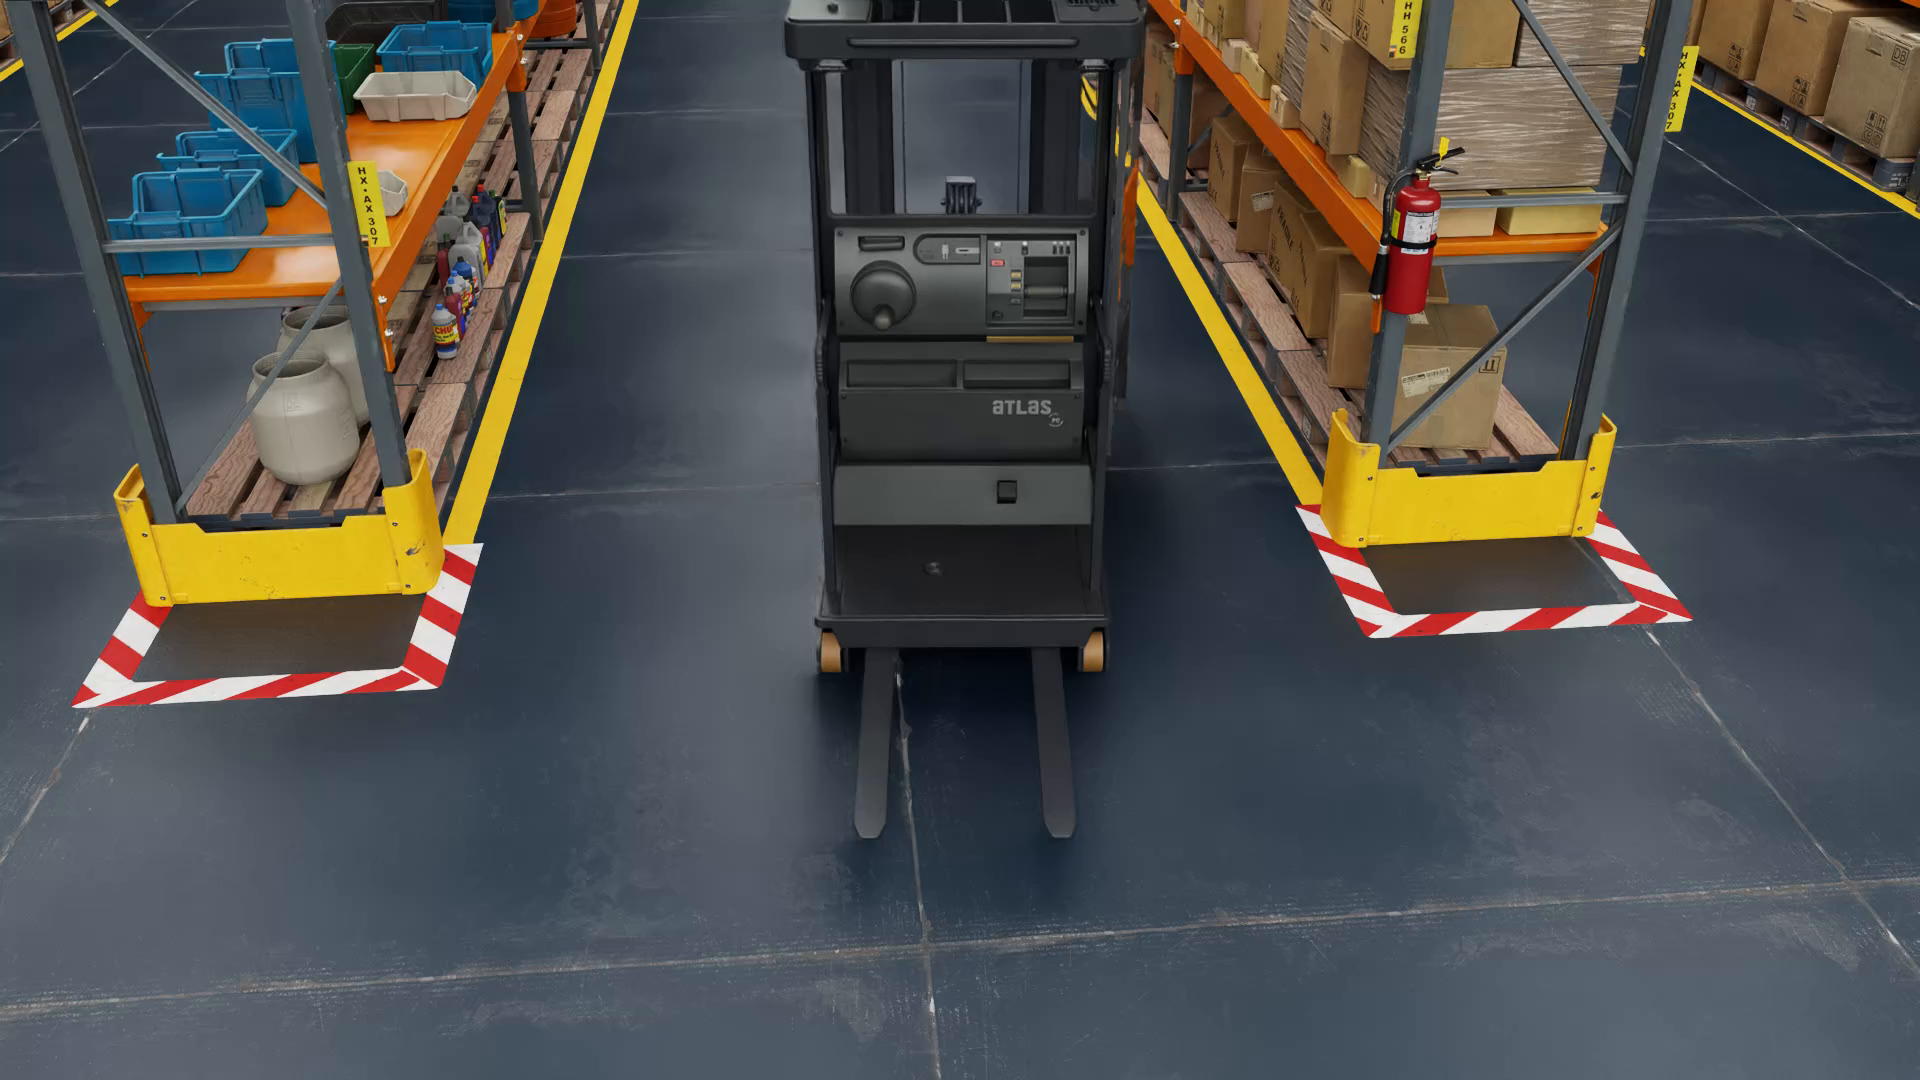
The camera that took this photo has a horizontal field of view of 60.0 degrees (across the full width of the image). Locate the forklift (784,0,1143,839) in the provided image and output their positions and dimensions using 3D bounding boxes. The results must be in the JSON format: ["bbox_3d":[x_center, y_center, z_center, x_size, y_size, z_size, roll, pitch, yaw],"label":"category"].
[{"bbox_3d":[0.008,-0.906,5.908,1.130,2.935,3.031,0,31,0],"label":"forklift"}]

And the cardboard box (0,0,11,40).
[{"bbox_3d":[-8.161,-4.302,13.537,0.500,0.500,0.500,-1,31,-2],"label":"cardboard box"}]

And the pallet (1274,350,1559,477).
[{"bbox_3d":[2.160,-0.587,8.027,1.003,0.211,1.213,-3,31,-5],"label":"pallet"}]

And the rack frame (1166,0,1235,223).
[{"bbox_3d":[1.834,-3.371,9.969,1.000,3.000,0.127,-3,31,-5],"label":"rack frame"}]

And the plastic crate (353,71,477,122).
[{"bbox_3d":[-2.694,-2.204,8.271,0.530,0.136,0.437,-3,31,-5],"label":"plastic crate"}]

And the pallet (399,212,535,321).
[{"bbox_3d":[-3.076,-1.592,9.709,1.003,0.211,1.213,-3,31,-5],"label":"pallet"}]

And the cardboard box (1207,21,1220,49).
[{"bbox_3d":[1.616,-2.885,9.399,0.380,0.149,0.250,-3,31,-5],"label":"cardboard box"}]

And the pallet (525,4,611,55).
[{"bbox_3d":[-3.586,-4.379,14.376,1.003,0.211,1.213,-3,31,-5],"label":"pallet"}]

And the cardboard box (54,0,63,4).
[{"bbox_3d":[-8.312,-5.092,14.858,0.500,0.500,0.500,-4,31,-6],"label":"cardboard box"}]

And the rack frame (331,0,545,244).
[{"bbox_3d":[-3.098,-3.134,9.571,1.000,3.000,0.127,-3,31,-5],"label":"rack frame"}]

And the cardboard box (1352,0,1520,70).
[{"bbox_3d":[1.910,-2.198,6.642,0.500,0.500,0.500,-3,31,-5],"label":"cardboard box"}]

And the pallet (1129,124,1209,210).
[{"bbox_3d":[1.760,-2.571,11.349,1.003,0.211,1.213,-3,31,-5],"label":"pallet"}]

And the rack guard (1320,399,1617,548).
[{"bbox_3d":[2.200,-0.295,7.256,1.175,0.500,0.348,-3,31,-5],"label":"rack guard"}]

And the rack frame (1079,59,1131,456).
[{"bbox_3d":[0.520,-1.326,7.423,0.400,2.100,0.015,7,31,11],"label":"rack frame"}]

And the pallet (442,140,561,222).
[{"bbox_3d":[-3.210,-2.336,10.955,1.003,0.211,1.213,-3,31,-5],"label":"pallet"}]

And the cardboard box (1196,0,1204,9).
[{"bbox_3d":[1.814,-3.309,9.477,0.875,0.500,0.500,-3,31,-5],"label":"cardboard box"}]

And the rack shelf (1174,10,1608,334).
[{"bbox_3d":[2.021,-2.041,8.444,1.077,0.370,4.000,-3,31,-5],"label":"rack shelf"}]

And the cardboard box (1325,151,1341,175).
[{"bbox_3d":[1.870,-1.738,7.479,0.380,0.149,0.250,-3,31,-5],"label":"cardboard box"}]

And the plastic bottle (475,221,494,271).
[{"bbox_3d":[-2.676,-1.662,9.328,0.061,0.283,0.133,-1,31,-1],"label":"plastic bottle"}]

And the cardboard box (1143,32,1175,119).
[{"bbox_3d":[1.719,-3.331,11.911,0.700,0.500,0.500,-5,31,-9],"label":"cardboard box"}]

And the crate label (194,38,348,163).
[{"bbox_3d":[-3.165,-2.034,7.695,0.502,0.435,0.616,-3,31,-5],"label":"crate label"}]

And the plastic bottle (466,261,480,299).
[{"bbox_3d":[-2.653,-1.401,8.971,0.097,0.201,0.097,0,31,0],"label":"plastic bottle"}]

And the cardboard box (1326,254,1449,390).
[{"bbox_3d":[2.076,-1.059,8.126,0.500,0.500,0.500,5,31,8],"label":"cardboard box"}]

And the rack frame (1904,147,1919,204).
[{"bbox_3d":[6.782,-3.557,10.280,1.000,3.000,0.127,-3,31,-5],"label":"rack frame"}]

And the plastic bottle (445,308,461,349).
[{"bbox_3d":[-2.593,-1.073,8.420,0.097,0.201,0.097,0,31,0],"label":"plastic bottle"}]

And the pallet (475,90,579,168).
[{"bbox_3d":[-3.327,-2.960,12.000,1.003,0.211,1.213,-3,31,-5],"label":"pallet"}]

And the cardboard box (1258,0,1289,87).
[{"bbox_3d":[1.979,-2.544,8.197,0.875,0.500,0.500,-3,31,-5],"label":"cardboard box"}]

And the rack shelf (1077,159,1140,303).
[{"bbox_3d":[0.573,-1.436,7.634,0.431,0.518,0.480,7,31,11],"label":"rack shelf"}]

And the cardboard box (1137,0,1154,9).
[{"bbox_3d":[1.612,-4.240,12.701,0.500,0.250,0.500,1,31,1],"label":"cardboard box"}]

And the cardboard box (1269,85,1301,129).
[{"bbox_3d":[1.731,-2.118,8.115,0.380,0.149,0.250,-3,31,-5],"label":"cardboard box"}]

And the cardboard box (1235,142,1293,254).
[{"bbox_3d":[1.892,-1.980,9.668,0.500,0.500,0.500,7,32,11],"label":"cardboard box"}]

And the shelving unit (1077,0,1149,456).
[{"bbox_3d":[0.573,-1.448,7.627,0.431,2.100,0.503,7,31,11],"label":"shelving unit"}]

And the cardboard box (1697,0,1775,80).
[{"bbox_3d":[6.460,-4.052,12.894,1.050,0.750,0.750,-2,31,-4],"label":"cardboard box"}]

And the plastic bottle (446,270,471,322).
[{"bbox_3d":[-2.624,-1.276,8.692,0.097,0.271,0.097,0,31,0],"label":"plastic bottle"}]

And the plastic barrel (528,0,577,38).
[{"bbox_3d":[-3.534,-4.674,13.856,0.600,0.830,0.708,-3,31,-5],"label":"plastic barrel"}]

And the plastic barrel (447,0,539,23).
[{"bbox_3d":[-2.832,-3.561,9.797,0.600,0.901,0.708,-3,31,-5],"label":"plastic barrel"}]

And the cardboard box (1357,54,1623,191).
[{"bbox_3d":[2.183,-1.782,6.920,0.875,0.500,0.500,-3,31,-5],"label":"cardboard box"}]

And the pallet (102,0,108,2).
[{"bbox_3d":[-8.663,-5.372,16.038,1.003,0.211,1.213,-3,31,-5],"label":"pallet"}]

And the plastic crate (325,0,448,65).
[{"bbox_3d":[-3.175,-2.834,9.130,0.767,0.338,0.504,-3,31,-5],"label":"plastic crate"}]

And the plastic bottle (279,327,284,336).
[{"bbox_3d":[-3.332,-0.996,8.292,0.097,0.201,0.097,0,31,0],"label":"plastic bottle"}]

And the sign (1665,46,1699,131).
[{"bbox_3d":[2.748,-1.727,6.371,0.100,0.325,0.005,-3,31,-5],"label":"sign"}]

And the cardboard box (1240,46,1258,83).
[{"bbox_3d":[1.696,-2.502,8.759,0.380,0.149,0.250,-3,31,-5],"label":"cardboard box"}]

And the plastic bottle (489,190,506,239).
[{"bbox_3d":[-2.724,-1.927,9.770,0.061,0.283,0.133,-1,31,-2],"label":"plastic bottle"}]

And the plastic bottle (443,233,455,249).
[{"bbox_3d":[-2.802,-1.561,9.158,0.061,0.283,0.133,-3,31,-5],"label":"plastic bottle"}]

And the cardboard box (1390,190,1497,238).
[{"bbox_3d":[1.975,-1.357,6.841,0.380,0.149,0.250,-3,31,-5],"label":"cardboard box"}]
